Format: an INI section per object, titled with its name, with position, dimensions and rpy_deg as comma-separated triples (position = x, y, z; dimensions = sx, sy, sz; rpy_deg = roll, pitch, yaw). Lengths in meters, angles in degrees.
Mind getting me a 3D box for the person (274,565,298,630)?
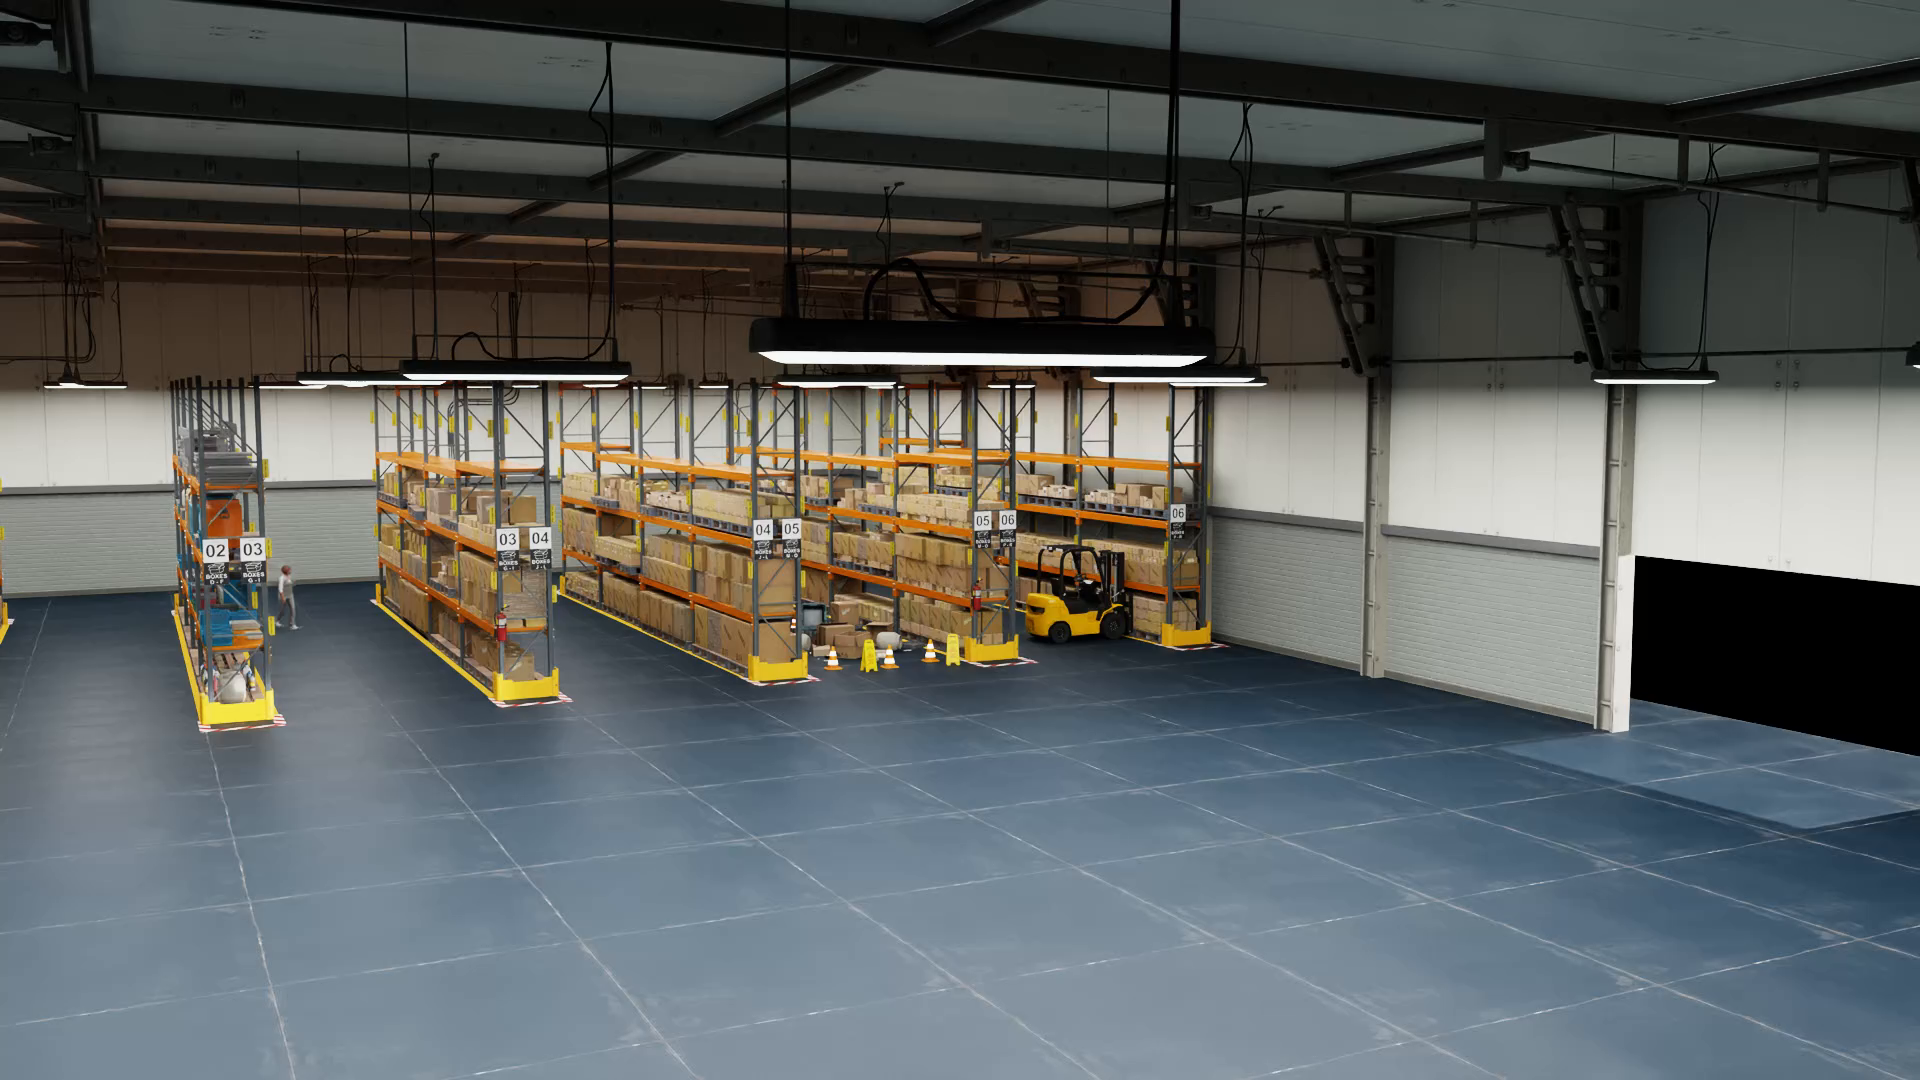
[person]
position = -16.277, 1.378, 40.064
dimensions = 0.798, 1.548, 0.393
rpy_deg = 4, 7, 41
